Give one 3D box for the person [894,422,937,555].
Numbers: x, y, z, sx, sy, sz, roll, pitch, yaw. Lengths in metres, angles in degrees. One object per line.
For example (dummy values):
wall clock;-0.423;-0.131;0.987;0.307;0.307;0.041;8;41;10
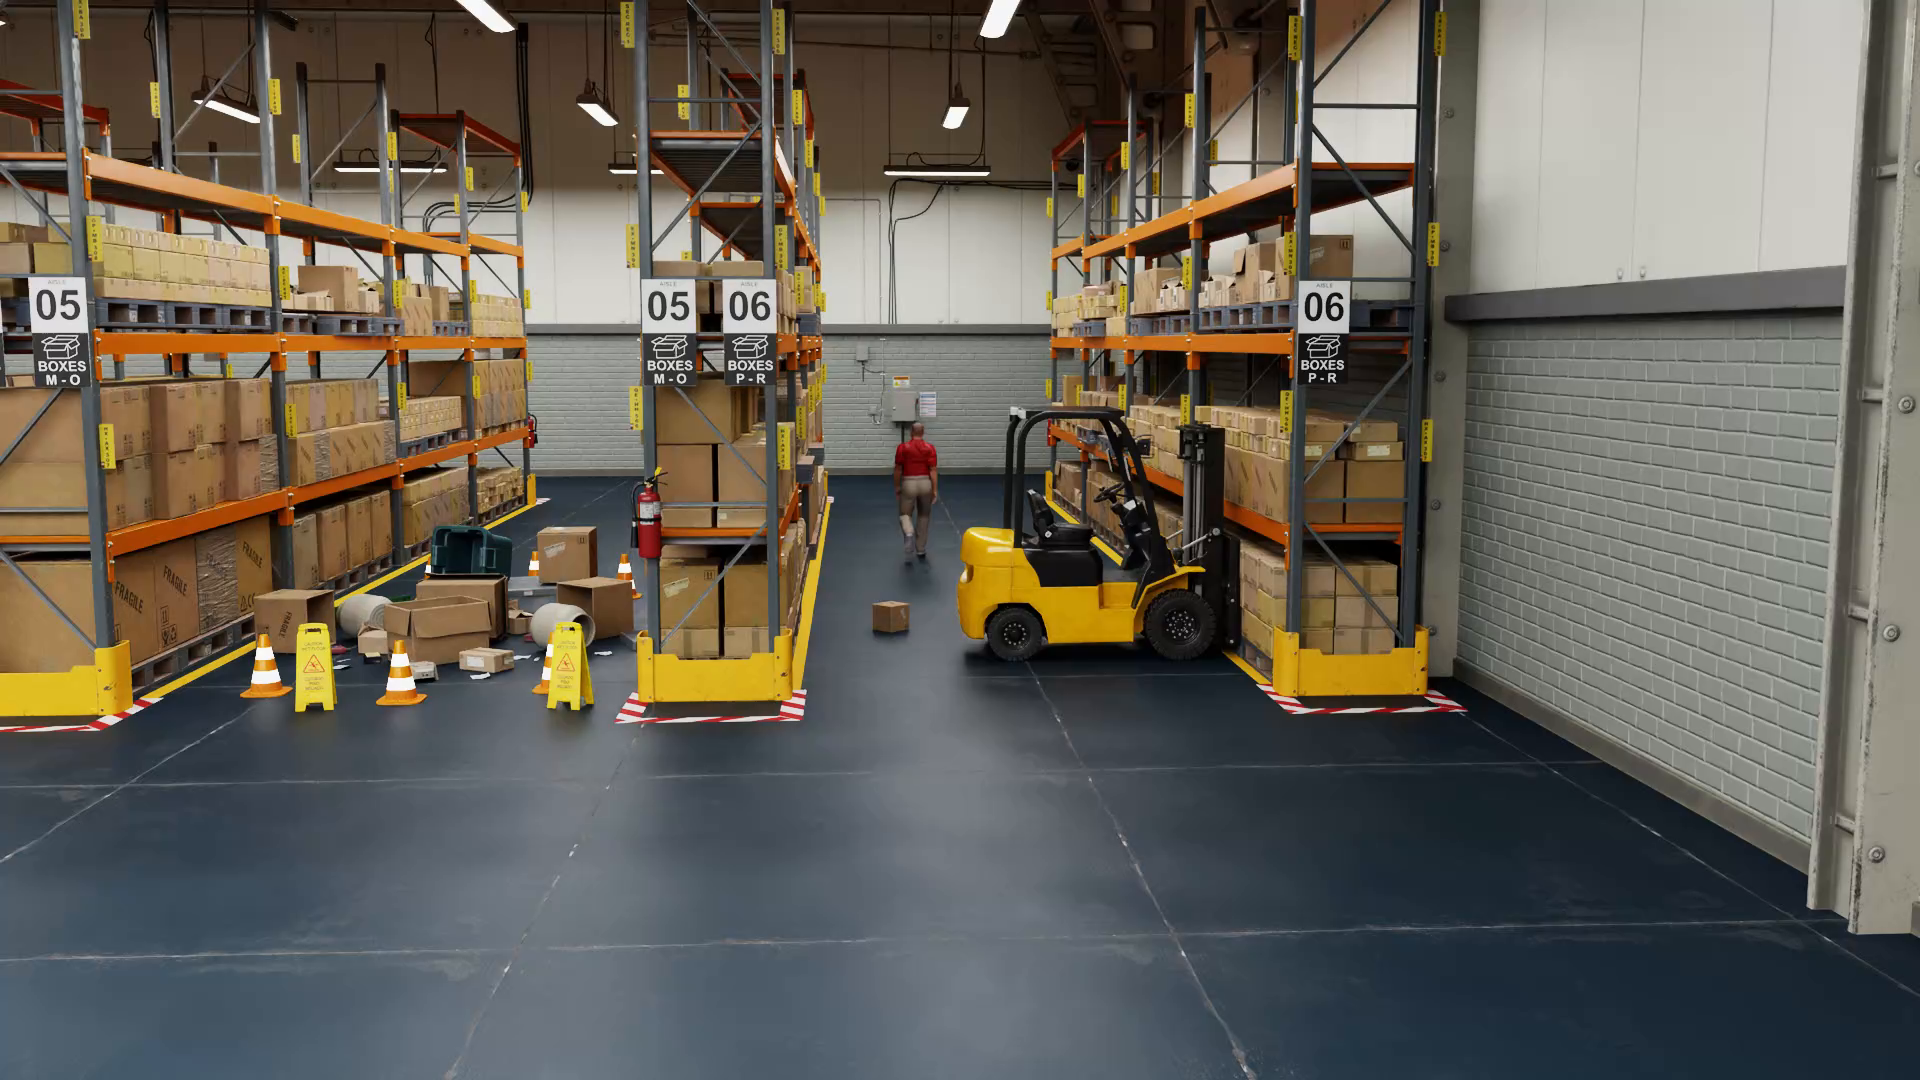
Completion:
person;-0.564;-0.643;21.114;0.549;1.694;0.750;0;7;-4
